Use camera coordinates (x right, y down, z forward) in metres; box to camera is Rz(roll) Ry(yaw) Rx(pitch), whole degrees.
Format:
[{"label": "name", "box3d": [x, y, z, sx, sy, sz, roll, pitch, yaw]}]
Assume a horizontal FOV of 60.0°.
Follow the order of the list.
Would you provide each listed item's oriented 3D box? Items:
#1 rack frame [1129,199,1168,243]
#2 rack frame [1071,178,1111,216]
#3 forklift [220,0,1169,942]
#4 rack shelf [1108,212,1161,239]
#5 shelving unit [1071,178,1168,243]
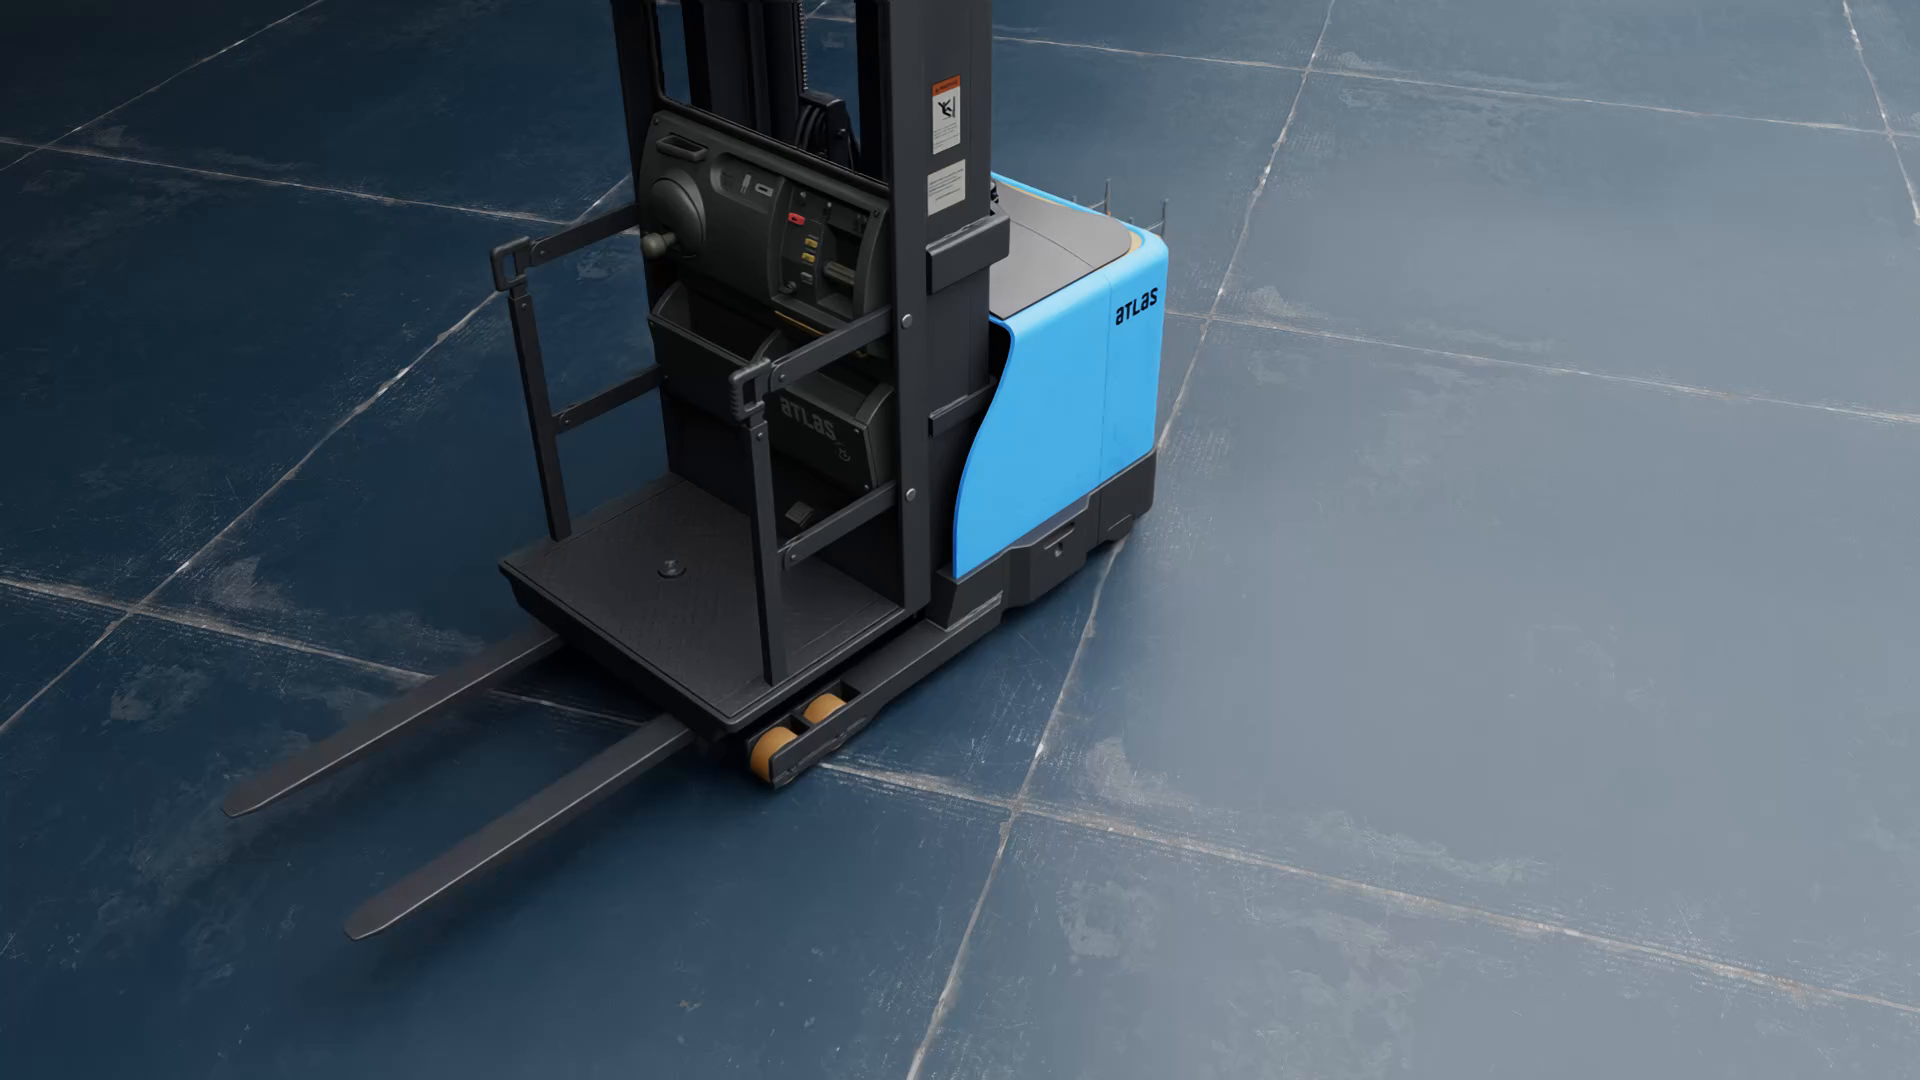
[{"label": "rack frame", "box3d": [0.620, -0.663, 5.764, 0.008, 1.050, 0.200, 29, 45, 33]}, {"label": "rack frame", "box3d": [0.441, -0.761, 5.898, 0.008, 1.050, 0.200, 29, 45, 33]}, {"label": "forklift", "box3d": [-0.694, -0.817, 4.388, 1.130, 2.935, 3.031, 29, 45, 33]}, {"label": "rack shelf", "box3d": [0.531, -0.932, 5.669, 0.240, 0.259, 0.215, 29, 45, 33]}, {"label": "shelving unit", "box3d": [0.531, -0.712, 5.831, 0.252, 1.050, 0.215, 29, 45, 33]}]
